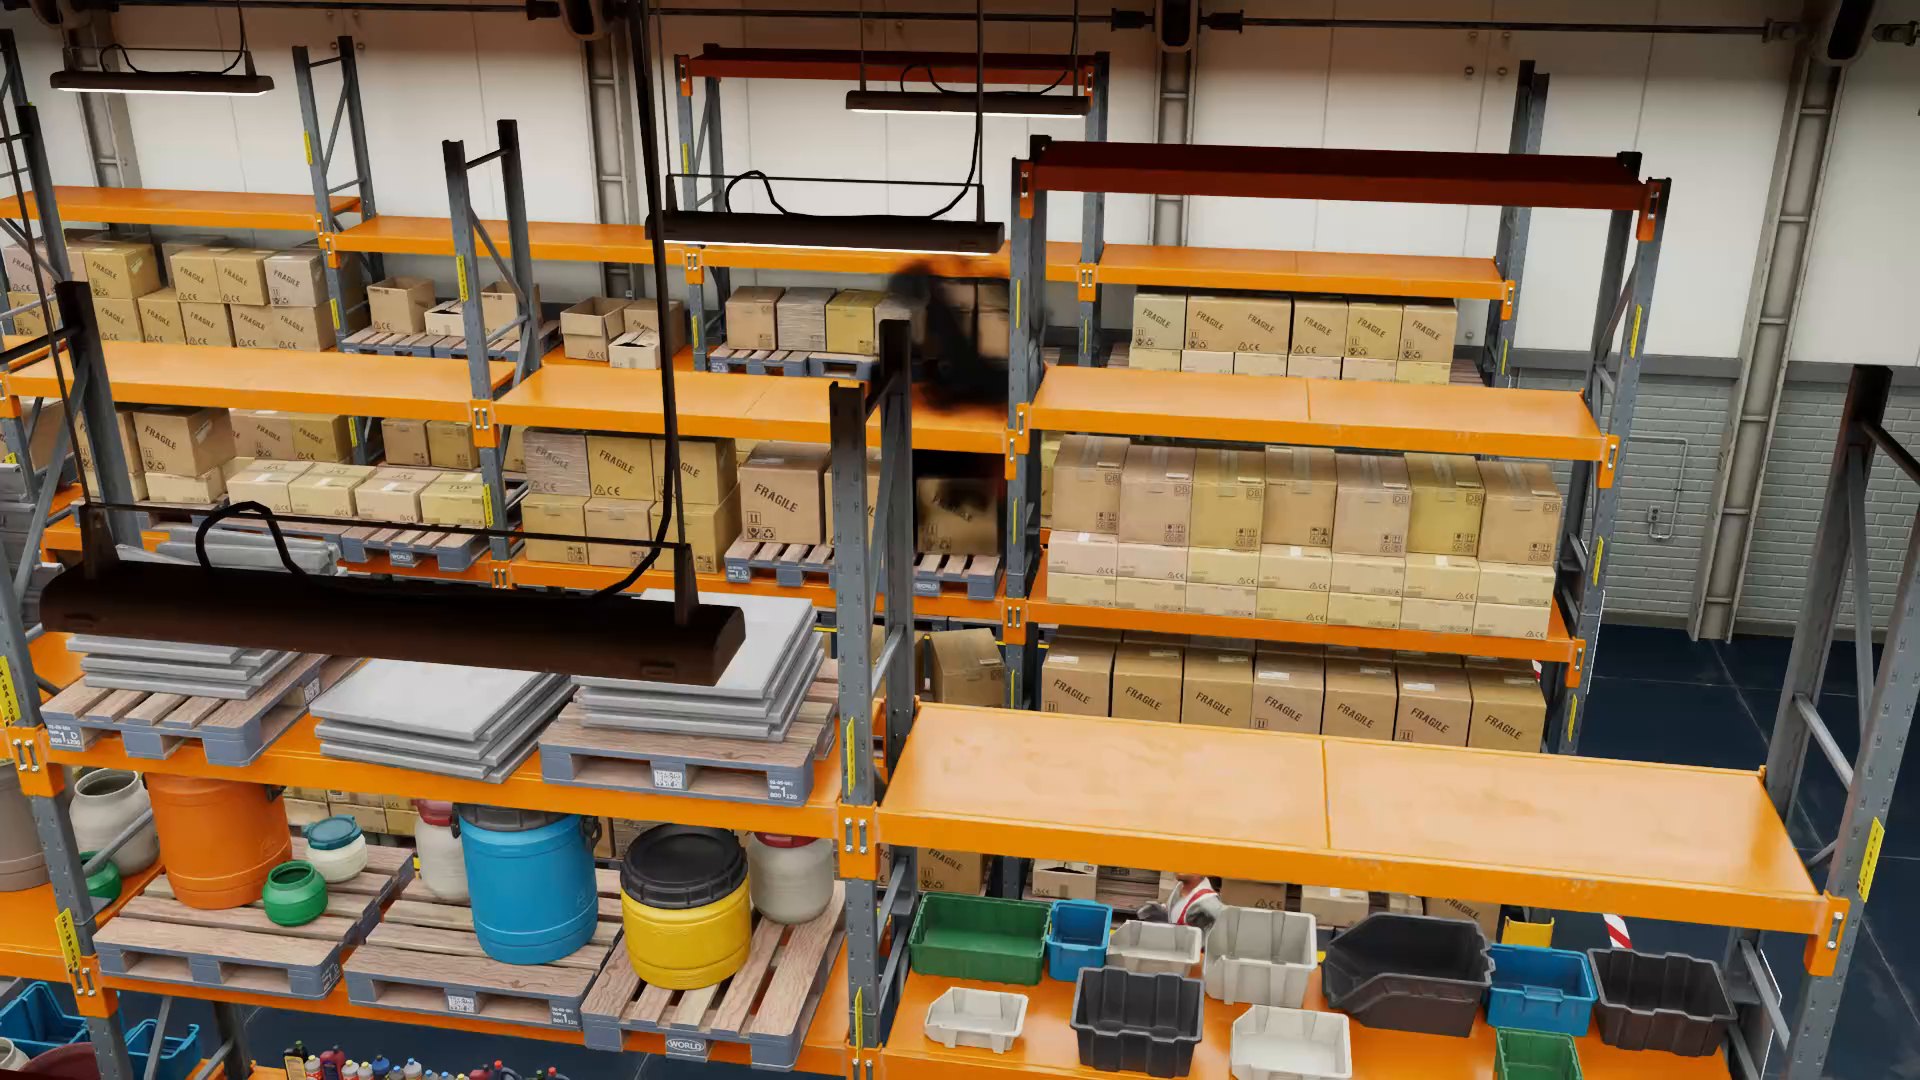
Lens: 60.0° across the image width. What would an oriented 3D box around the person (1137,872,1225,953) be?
[{"bbox_3d":[1.597,2.860,11.355,0.794,1.838,0.633,1,23,3],"label":"person"}]
